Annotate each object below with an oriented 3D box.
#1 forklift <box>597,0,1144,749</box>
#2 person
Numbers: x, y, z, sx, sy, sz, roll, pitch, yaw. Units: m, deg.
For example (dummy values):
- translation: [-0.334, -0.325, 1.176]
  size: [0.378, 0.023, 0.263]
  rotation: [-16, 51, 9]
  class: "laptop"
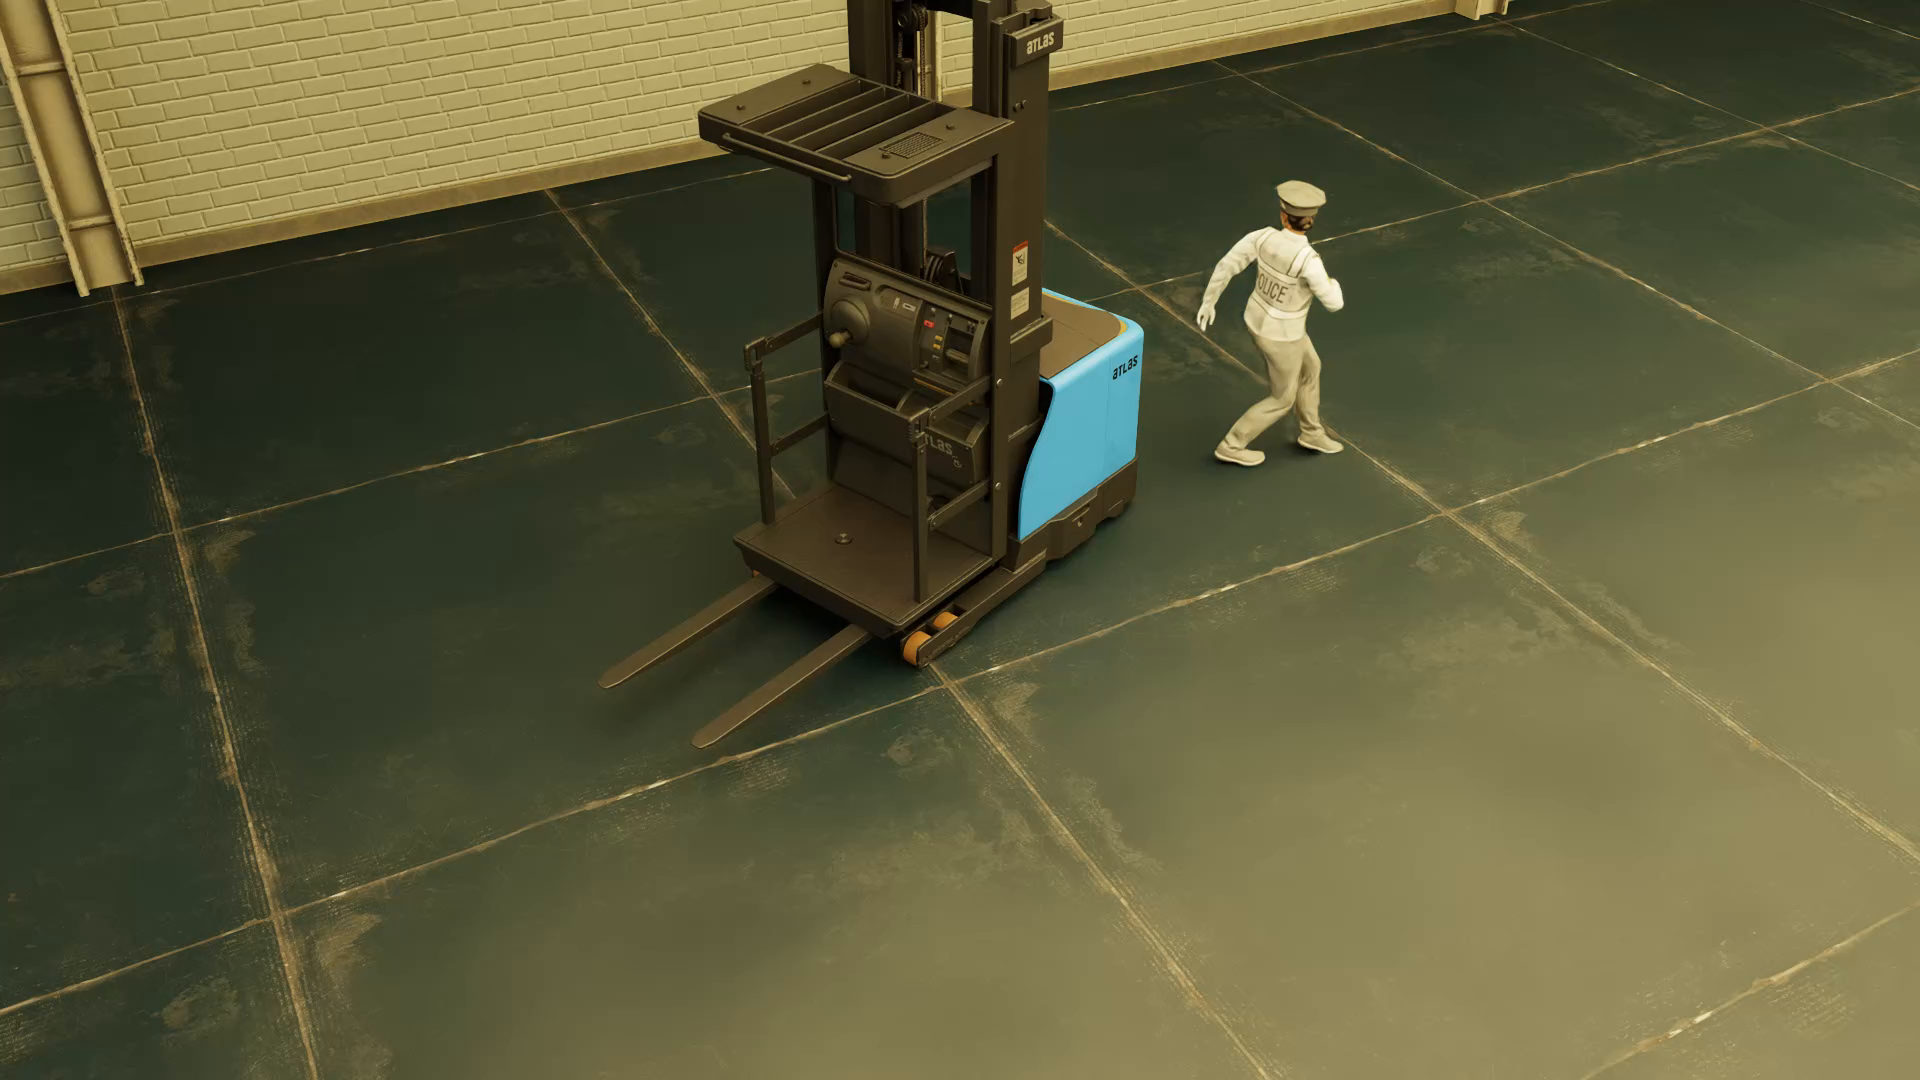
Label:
- translation: [-0.390, -0.927, 7.434]
  size: [1.130, 2.935, 3.031]
  rotation: [26, 43, 31]
  class: "forklift"
- translation: [1.737, -1.124, 8.899]
  size: [0.873, 1.625, 0.520]
  rotation: [-9, 36, -12]
  class: "person"
